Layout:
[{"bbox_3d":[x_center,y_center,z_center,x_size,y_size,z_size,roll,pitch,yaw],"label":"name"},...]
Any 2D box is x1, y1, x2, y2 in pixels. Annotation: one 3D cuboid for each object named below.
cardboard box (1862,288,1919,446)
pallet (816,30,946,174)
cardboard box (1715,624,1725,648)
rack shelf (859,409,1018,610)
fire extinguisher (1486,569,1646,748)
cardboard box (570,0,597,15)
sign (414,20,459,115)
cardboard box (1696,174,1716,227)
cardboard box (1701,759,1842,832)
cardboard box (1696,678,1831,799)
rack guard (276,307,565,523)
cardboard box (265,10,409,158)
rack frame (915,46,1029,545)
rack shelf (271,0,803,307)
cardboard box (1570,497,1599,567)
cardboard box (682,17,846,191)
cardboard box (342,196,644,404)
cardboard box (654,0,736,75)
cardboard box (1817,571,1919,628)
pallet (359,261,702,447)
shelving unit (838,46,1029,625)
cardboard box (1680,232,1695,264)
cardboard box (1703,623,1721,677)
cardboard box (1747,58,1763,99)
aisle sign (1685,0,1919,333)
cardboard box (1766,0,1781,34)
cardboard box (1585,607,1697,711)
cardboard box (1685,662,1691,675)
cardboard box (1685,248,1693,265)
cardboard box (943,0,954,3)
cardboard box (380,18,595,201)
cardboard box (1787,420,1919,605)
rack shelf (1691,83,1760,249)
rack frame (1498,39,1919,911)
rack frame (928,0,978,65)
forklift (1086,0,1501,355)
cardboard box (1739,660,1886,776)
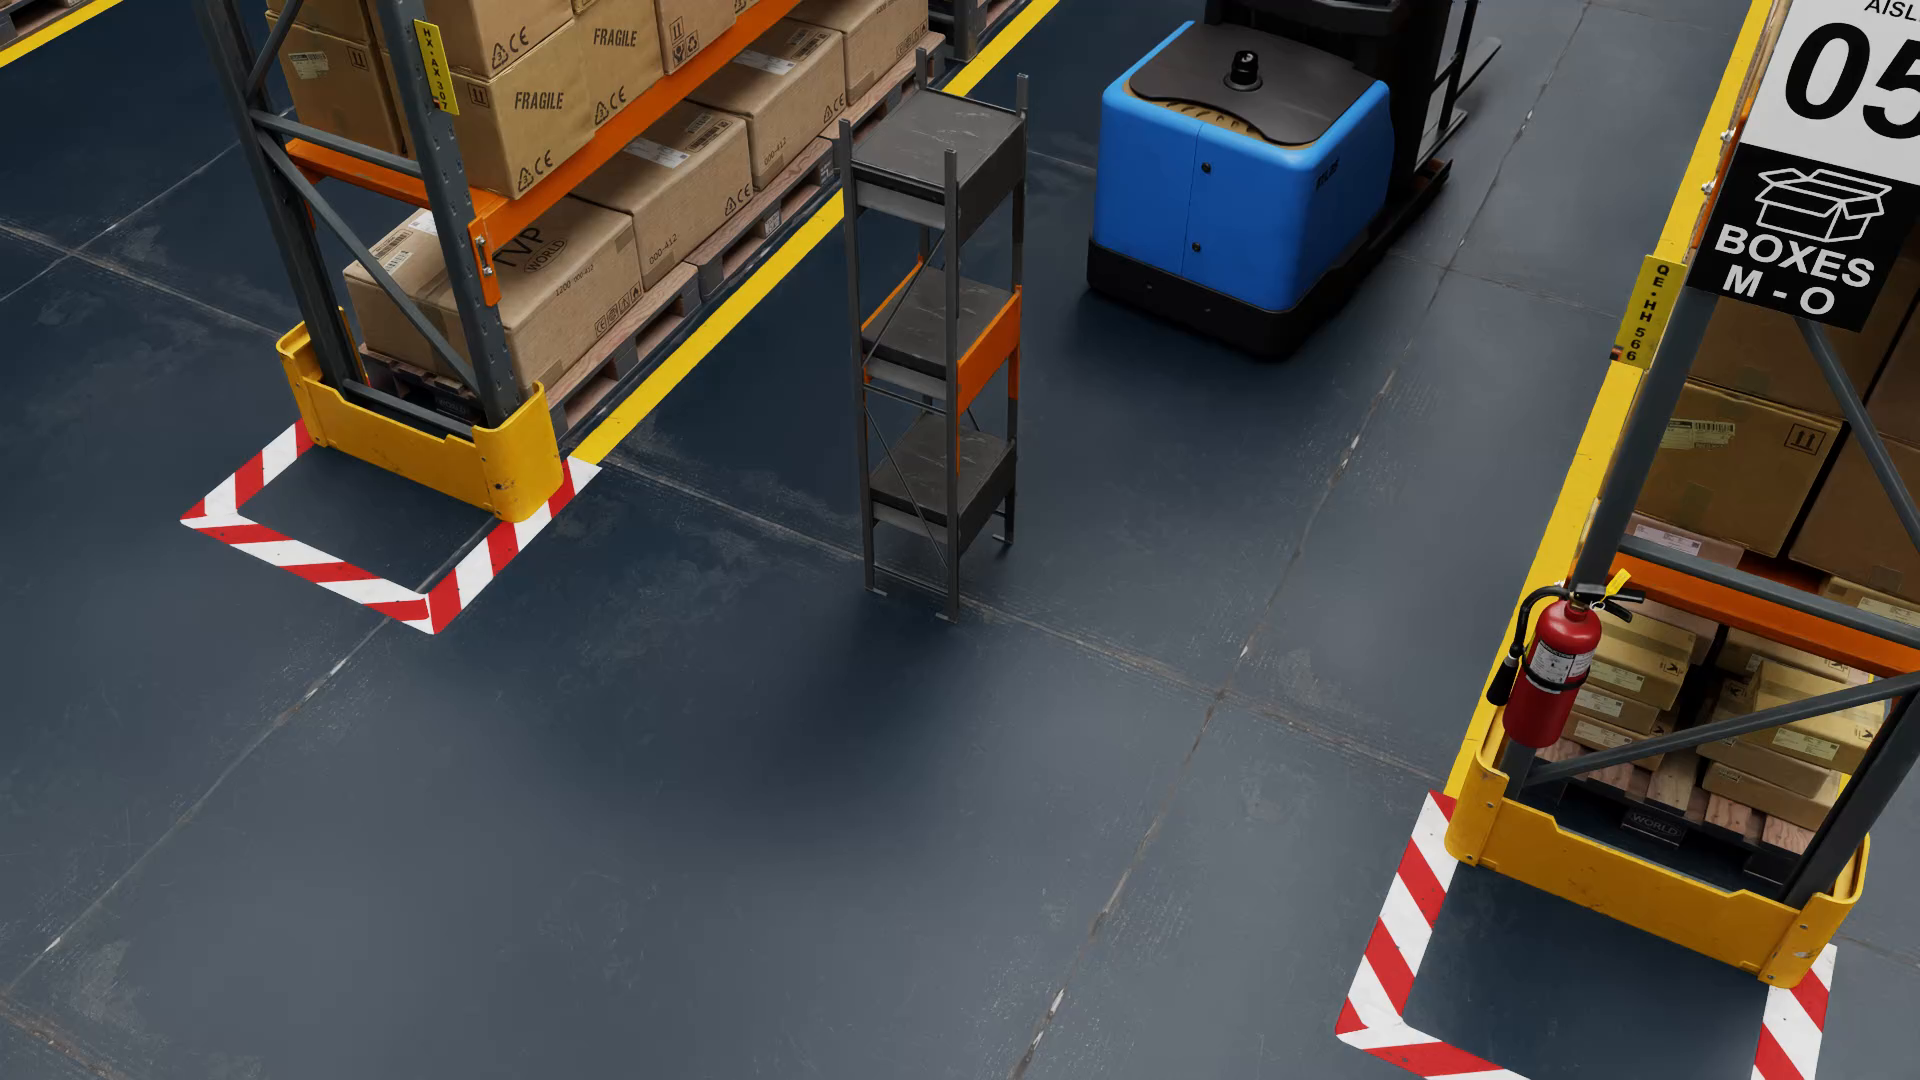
[{"bbox_3d":[2.647,-0.539,4.191,0.500,0.500,0.500,20,49,19],"label":"cardboard box"},{"bbox_3d":[-0.793,-2.510,9.082,1.003,0.211,1.213,20,49,19],"label":"pallet"},{"bbox_3d":[2.886,0.315,5.830,0.380,0.149,0.250,21,49,20],"label":"cardboard box"},{"bbox_3d":[-0.077,-0.132,6.408,0.431,0.518,0.480,20,49,19],"label":"rack shelf"},{"bbox_3d":[1.678,0.312,4.649,0.296,0.674,0.183,20,49,19],"label":"fire extinguisher"},{"bbox_3d":[-1.519,-2.346,6.186,0.500,0.500,0.500,19,48,18],"label":"cardboard box"},{"bbox_3d":[-1.739,-1.568,5.527,0.100,0.325,0.005,20,49,19],"label":"sign"},{"bbox_3d":[2.895,-1.316,5.663,0.500,0.500,0.500,23,50,21],"label":"cardboard box"},{"bbox_3d":[2.730,0.778,5.582,0.380,0.149,0.250,21,49,20],"label":"cardboard box"},{"bbox_3d":[2.674,0.652,5.496,0.380,0.149,0.250,22,49,21],"label":"cardboard box"},{"bbox_3d":[-2.239,-0.529,6.922,1.175,0.500,0.348,20,49,19],"label":"rack guard"},{"bbox_3d":[-2.238,-1.850,6.399,0.500,0.500,0.500,21,49,19],"label":"cardboard box"},{"bbox_3d":[0.036,-0.788,6.052,0.400,2.100,0.015,20,49,19],"label":"rack frame"},{"bbox_3d":[-1.300,-2.430,7.549,1.077,0.370,4.000,20,49,19],"label":"rack shelf"},{"bbox_3d":[2.400,0.031,5.901,0.380,0.149,0.250,19,48,18],"label":"cardboard box"},{"bbox_3d":[-1.173,-2.266,8.386,0.875,0.438,0.875,19,48,18],"label":"cardboard box"},{"bbox_3d":[-2.010,-1.119,7.253,0.875,0.438,0.875,19,48,18],"label":"cardboard box"},{"bbox_3d":[-1.289,-2.308,6.852,0.500,0.500,0.500,20,49,19],"label":"cardboard box"},{"bbox_3d":[2.644,0.140,4.679,0.380,0.149,0.250,20,49,19],"label":"cardboard box"},{"bbox_3d":[-1.926,-0.972,7.563,1.003,0.211,1.213,20,49,19],"label":"pallet"},{"bbox_3d":[-0.077,-0.634,5.900,0.431,2.100,0.503,20,49,19],"label":"shelving unit"},{"bbox_3d":[3.483,-1.227,7.563,0.380,0.149,0.250,22,49,20],"label":"cardboard box"},{"bbox_3d":[2.888,0.427,5.928,0.380,0.149,0.250,21,49,19],"label":"cardboard box"},{"bbox_3d":[2.431,-1.033,4.680,0.500,0.500,0.500,19,48,18],"label":"cardboard box"},{"bbox_3d":[1.904,-0.819,3.623,0.394,0.787,0.004,20,49,19],"label":"aisle sign"},{"bbox_3d":[2.907,-1.698,5.337,0.500,0.500,0.500,19,48,18],"label":"cardboard box"},{"bbox_3d":[2.225,0.376,5.561,0.380,0.149,0.250,21,49,19],"label":"cardboard box"},{"bbox_3d":[2.365,0.324,5.821,0.380,0.149,0.250,19,48,18],"label":"cardboard box"},{"bbox_3d":[2.428,-0.683,5.037,0.500,0.500,0.500,20,49,18],"label":"cardboard box"},{"bbox_3d":[-0.154,-3.761,9.556,0.875,0.875,0.875,22,49,20],"label":"cardboard box"},{"bbox_3d":[-1.751,-1.666,6.217,0.500,0.500,0.500,20,49,19],"label":"cardboard box"},{"bbox_3d":[2.656,-0.184,4.543,0.500,0.500,0.500,23,50,21],"label":"cardboard box"},{"bbox_3d":[3.132,-1.914,4.929,1.077,0.370,4.000,20,49,19],"label":"rack shelf"},{"bbox_3d":[2.203,0.148,4.495,1.000,3.000,0.127,20,49,19],"label":"rack frame"},{"bbox_3d":[-0.371,-3.943,8.538,1.000,3.000,0.127,20,49,19],"label":"rack frame"},{"bbox_3d":[1.849,-2.876,7.532,1.130,2.935,3.031,26,51,24],"label":"forklift"},{"bbox_3d":[2.747,0.575,5.364,0.380,0.149,0.250,18,48,17],"label":"cardboard box"}]
